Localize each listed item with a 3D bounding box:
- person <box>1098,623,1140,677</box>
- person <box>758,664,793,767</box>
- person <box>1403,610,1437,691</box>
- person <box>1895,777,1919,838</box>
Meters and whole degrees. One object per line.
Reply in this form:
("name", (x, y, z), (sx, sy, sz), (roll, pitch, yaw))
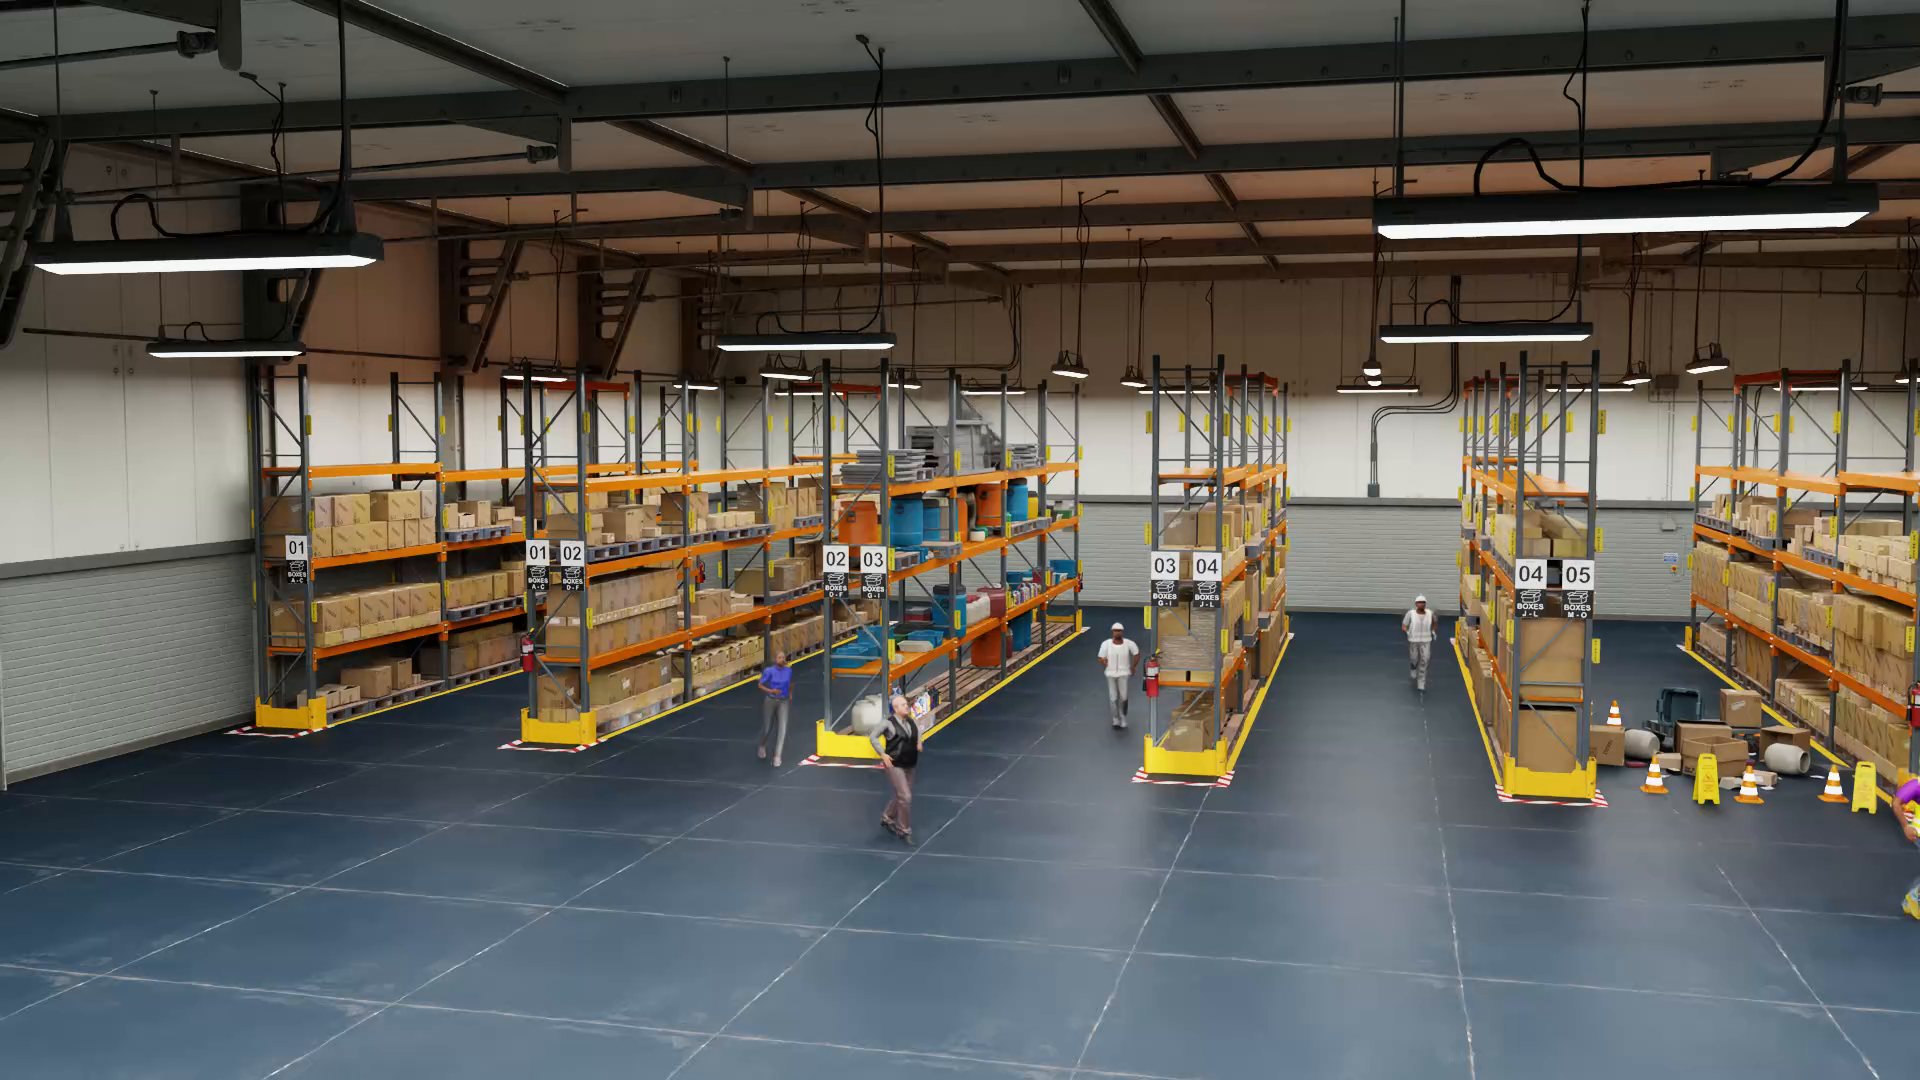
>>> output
("person", (2.603, 1.808, 27.337), (0.680, 0.882, 0.626), (1, 4, 10))
("person", (-2.713, 2.564, 24.703), (0.562, 1.465, 0.865), (-2, 4, -21))
("person", (8.764, 2.076, 31.672), (0.655, 1.492, 0.878), (1, 4, 8))
("person", (9.781, 2.670, 16.746), (0.673, 0.638, 0.428), (-2, 5, -32))
